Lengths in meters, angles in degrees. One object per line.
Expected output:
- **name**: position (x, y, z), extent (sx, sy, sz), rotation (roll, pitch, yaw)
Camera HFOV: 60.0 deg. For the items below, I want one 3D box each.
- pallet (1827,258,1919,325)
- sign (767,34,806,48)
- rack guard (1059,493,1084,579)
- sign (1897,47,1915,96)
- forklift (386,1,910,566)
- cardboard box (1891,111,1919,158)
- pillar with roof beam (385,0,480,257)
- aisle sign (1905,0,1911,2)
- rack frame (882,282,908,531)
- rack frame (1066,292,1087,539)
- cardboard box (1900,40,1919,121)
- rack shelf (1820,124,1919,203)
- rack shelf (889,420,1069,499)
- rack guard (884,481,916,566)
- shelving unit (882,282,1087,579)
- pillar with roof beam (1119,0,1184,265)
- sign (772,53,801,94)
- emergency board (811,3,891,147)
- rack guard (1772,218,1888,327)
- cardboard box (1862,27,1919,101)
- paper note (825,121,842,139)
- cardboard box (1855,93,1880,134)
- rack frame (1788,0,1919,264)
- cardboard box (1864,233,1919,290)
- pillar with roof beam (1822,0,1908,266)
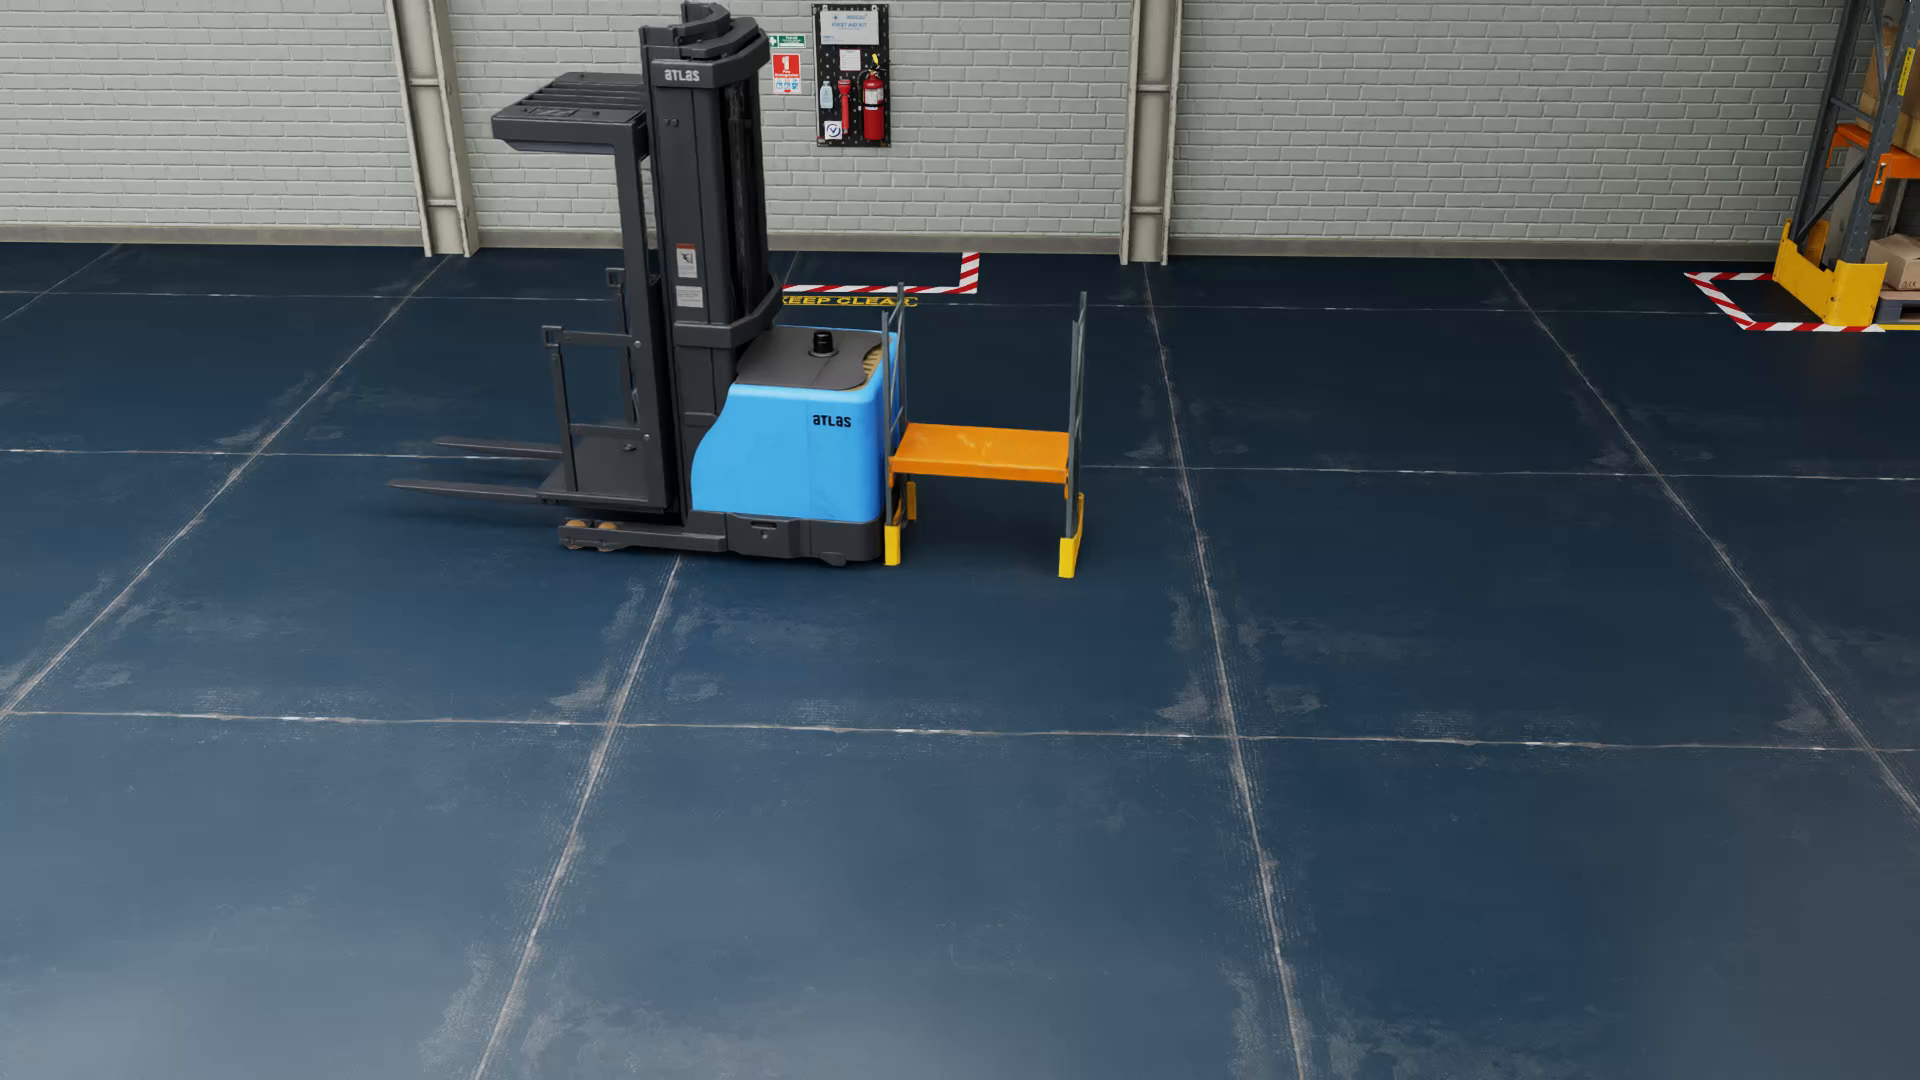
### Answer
- **pallet**: position (7.729, -1.989, 13.276), extent (1.213, 0.211, 1.003), rotation (1, 28, 2)
- **sign**: position (-1.437, -4.106, 13.689), extent (0.331, 0.109, 0.001), rotation (1, 28, 2)
- **rack guard**: position (0.640, -0.030, 9.540), extent (0.087, 0.250, 0.587), rotation (4, 28, 8)
- **sign**: position (6.823, -3.380, 12.000), extent (0.005, 0.325, 0.100), rotation (1, 28, 2)
- **forklift**: position (-1.871, -1.464, 9.382), extent (3.031, 2.935, 1.130), rotation (5, 28, 9)
- **cardboard box**: position (7.319, -3.038, 12.417), extent (0.500, 0.250, 0.500), rotation (0, 28, 0)
- **pillar with roof beam**: position (-4.572, -4.479, 8.592), extent (0.400, 9.000, 9.100), rotation (1, 28, 2)
- **aisle sign**: position (6.760, -4.261, 11.810), extent (0.004, 0.787, 0.394), rotation (1, 28, 2)
- **rack frame**: position (-0.364, -0.654, 9.382), extent (0.032, 1.500, 0.500), rotation (4, 28, 8)
- **rack frame**: position (0.641, -0.583, 9.248), extent (0.032, 1.500, 0.500), rotation (4, 28, 8)
- **cardboard box**: position (7.309, -3.377, 12.256), extent (0.500, 0.500, 0.500), rotation (1, 28, 2)
- **rack shelf**: position (8.841, -2.901, 12.788), extent (4.000, 0.370, 1.077), rotation (1, 28, 2)
- **rack shelf**: position (0.139, -0.459, 9.399), extent (1.000, 0.185, 0.538), rotation (4, 28, 8)
- **rack guard**: position (-0.345, -0.100, 9.672), extent (0.087, 0.250, 0.587), rotation (4, 28, 8)
- **shelving unit**: position (0.148, -0.618, 9.314), extent (1.083, 1.500, 0.587), rotation (4, 28, 8)
- **pillar with roof beam**: position (1.424, -4.380, 8.404), extent (0.400, 9.000, 9.100), rotation (1, 28, 2)
- **sign**: position (-1.441, -3.876, 13.821), extent (0.234, 0.329, 0.001), rotation (1, 28, 2)
- **emergency board**: position (-0.892, -3.803, 13.722), extent (0.643, 1.169, 0.194), rotation (1, 28, 2)
- **rack guard**: position (6.918, -2.146, 13.265), extent (0.348, 0.500, 1.175), rotation (1, 28, 2)
- **cardboard box**: position (7.321, -3.617, 12.710), extent (0.500, 0.500, 0.500), rotation (1, 28, 1)
- **paper note**: position (-1.067, -3.449, 13.994), extent (0.142, 0.148, 0.016), rotation (1, 28, 2)
- **cardboard box**: position (7.316, -3.277, 12.869), extent (0.500, 0.250, 0.500), rotation (1, 28, 3)
- **rack frame**: position (6.842, -3.252, 12.682), extent (0.127, 3.000, 1.000), rotation (1, 28, 2)
- **cardboard box**: position (7.531, -2.205, 13.107), extent (0.500, 0.311, 0.500), rotation (-2, 28, -4)
- **pillar with roof beam**: position (7.421, -4.281, 8.217), extent (0.400, 9.000, 9.100), rotation (1, 28, 2)
